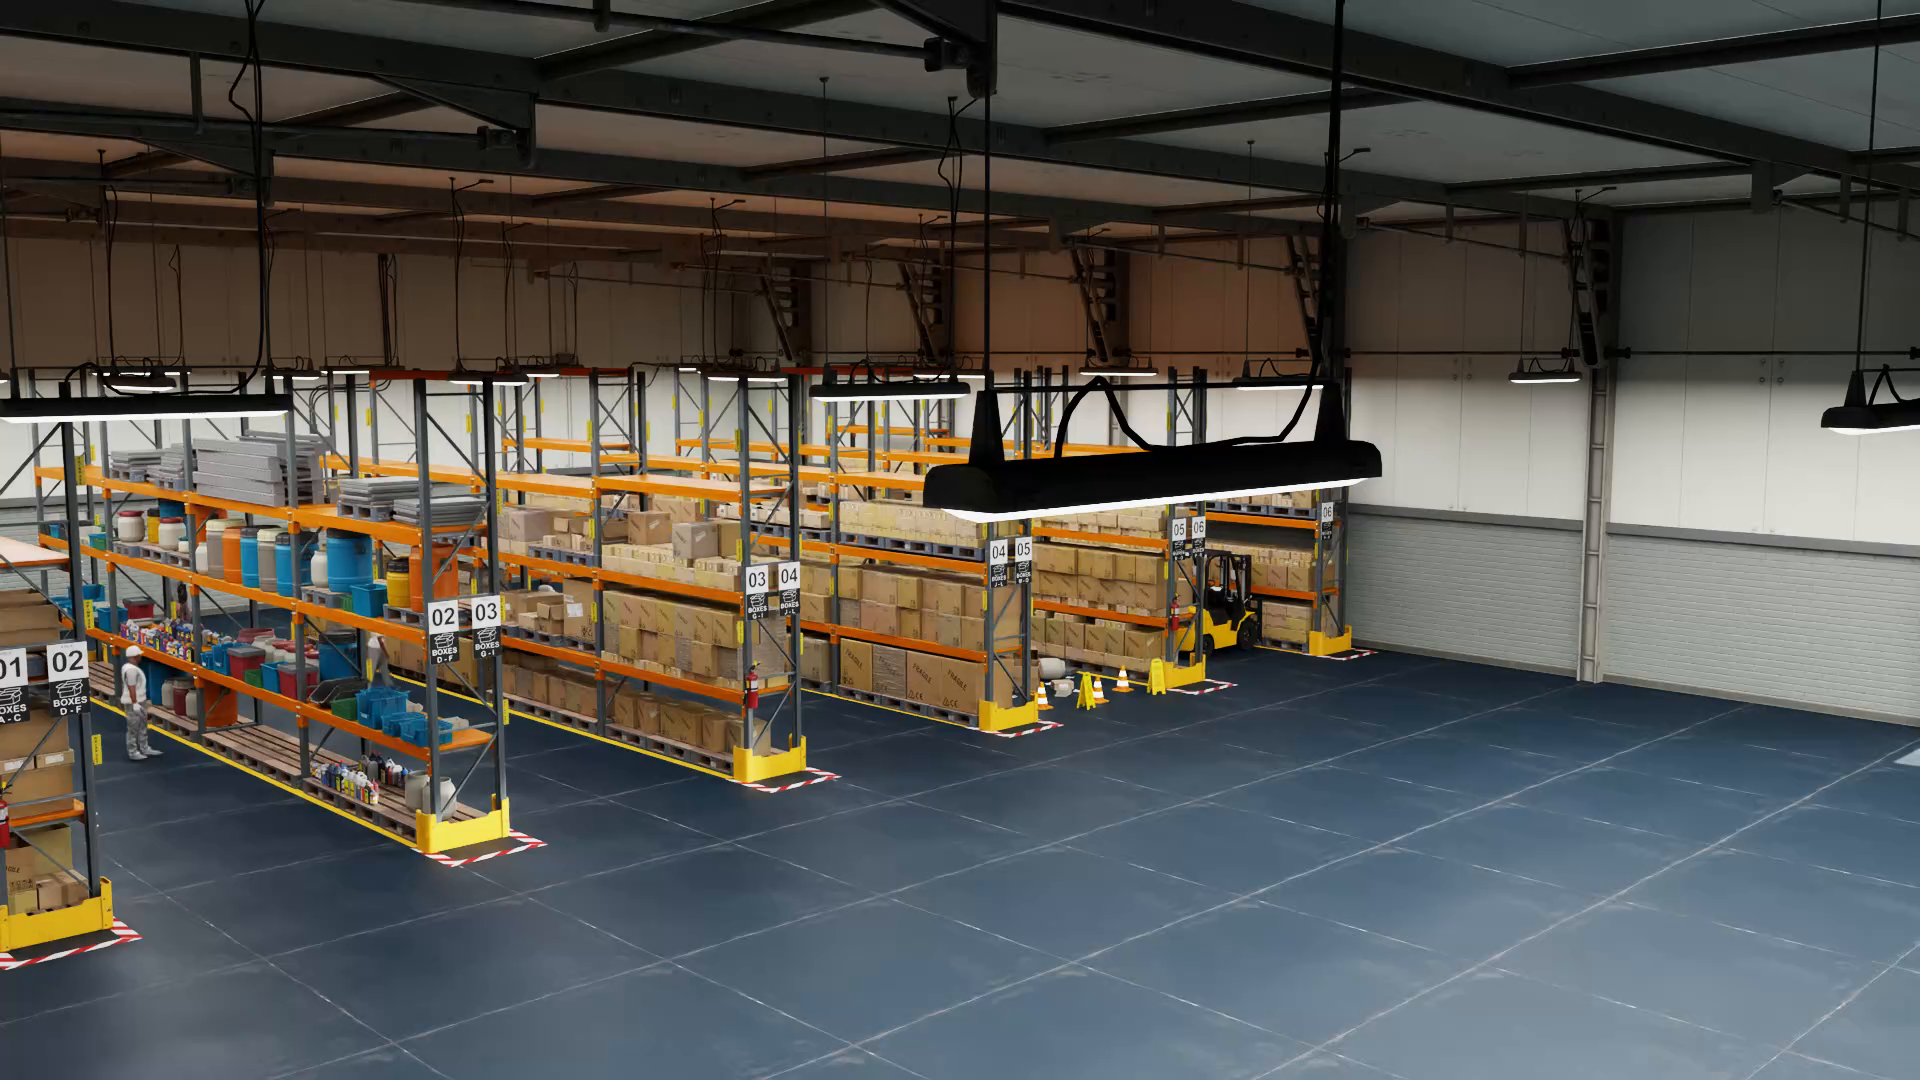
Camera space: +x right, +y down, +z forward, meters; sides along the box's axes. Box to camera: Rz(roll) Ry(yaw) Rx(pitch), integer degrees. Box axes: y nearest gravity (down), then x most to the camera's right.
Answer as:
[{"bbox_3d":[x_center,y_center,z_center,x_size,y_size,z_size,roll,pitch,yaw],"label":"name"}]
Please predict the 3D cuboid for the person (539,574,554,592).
[{"bbox_3d":[-8.770,1.523,35.496,0.476,1.598,0.364,3,7,26],"label":"person"}]

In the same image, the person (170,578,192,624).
[{"bbox_3d":[-17.197,1.370,36.455,0.732,1.691,0.586,-1,7,-11],"label":"person"}]

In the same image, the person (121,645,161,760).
[{"bbox_3d":[-12.820,2.528,25.932,0.478,1.787,0.623,-1,7,-9],"label":"person"}]

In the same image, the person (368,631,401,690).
[{"bbox_3d":[-10.792,2.018,30.948,0.608,1.678,0.644,-1,7,-12],"label":"person"}]
